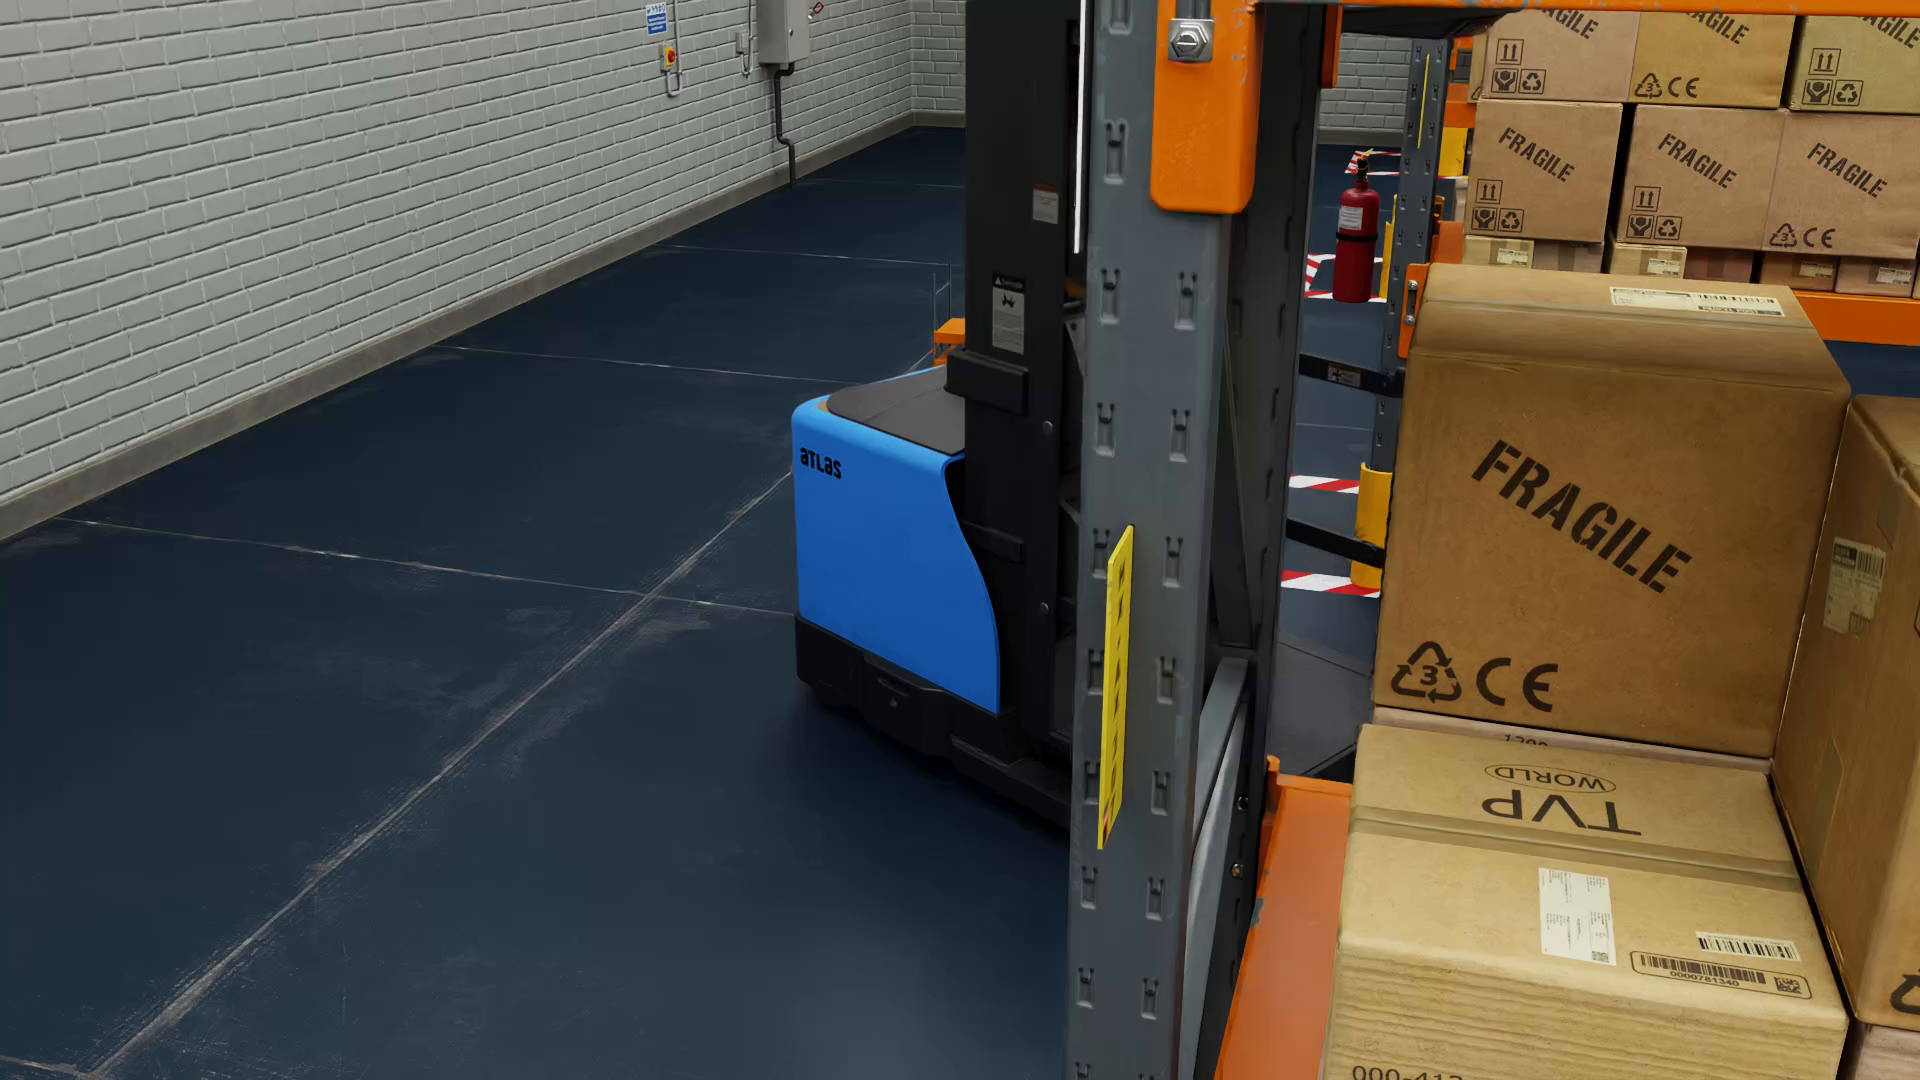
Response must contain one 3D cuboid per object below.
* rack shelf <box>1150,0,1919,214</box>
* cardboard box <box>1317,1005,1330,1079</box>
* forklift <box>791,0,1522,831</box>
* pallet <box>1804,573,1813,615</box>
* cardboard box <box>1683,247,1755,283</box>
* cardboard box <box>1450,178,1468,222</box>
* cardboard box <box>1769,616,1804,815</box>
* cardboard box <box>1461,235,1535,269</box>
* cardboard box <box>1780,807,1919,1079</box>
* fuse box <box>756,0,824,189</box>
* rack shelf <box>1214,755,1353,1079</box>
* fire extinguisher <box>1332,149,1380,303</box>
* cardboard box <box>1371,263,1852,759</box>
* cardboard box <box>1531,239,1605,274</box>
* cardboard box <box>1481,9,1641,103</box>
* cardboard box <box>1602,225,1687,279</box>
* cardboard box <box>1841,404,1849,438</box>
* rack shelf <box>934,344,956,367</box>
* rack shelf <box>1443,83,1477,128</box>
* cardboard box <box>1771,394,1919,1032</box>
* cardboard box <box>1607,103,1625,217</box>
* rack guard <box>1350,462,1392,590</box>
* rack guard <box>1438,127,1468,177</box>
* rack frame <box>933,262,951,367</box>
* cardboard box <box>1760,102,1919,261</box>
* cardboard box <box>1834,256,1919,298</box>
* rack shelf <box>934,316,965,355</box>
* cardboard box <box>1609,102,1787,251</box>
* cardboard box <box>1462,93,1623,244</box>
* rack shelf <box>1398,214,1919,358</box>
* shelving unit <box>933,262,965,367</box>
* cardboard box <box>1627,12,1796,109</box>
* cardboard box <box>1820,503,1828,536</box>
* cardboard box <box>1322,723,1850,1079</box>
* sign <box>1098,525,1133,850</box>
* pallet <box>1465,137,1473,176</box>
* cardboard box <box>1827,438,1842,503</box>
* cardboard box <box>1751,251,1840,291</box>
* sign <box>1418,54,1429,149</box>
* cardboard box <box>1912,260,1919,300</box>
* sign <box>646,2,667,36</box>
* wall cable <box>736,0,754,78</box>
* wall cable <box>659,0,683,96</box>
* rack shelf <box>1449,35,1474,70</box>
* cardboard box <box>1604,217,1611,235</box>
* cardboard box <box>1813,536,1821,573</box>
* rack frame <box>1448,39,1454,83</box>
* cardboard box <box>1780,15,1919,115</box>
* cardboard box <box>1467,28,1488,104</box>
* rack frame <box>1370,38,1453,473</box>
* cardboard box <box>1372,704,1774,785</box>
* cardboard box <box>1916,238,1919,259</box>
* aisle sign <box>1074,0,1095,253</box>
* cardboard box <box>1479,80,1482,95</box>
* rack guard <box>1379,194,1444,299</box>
[{"bbox_3d":[2.240,-0.447,1.402,4.000,0.370,1.077,7,23,16],"label":"rack shelf"},{"bbox_3d":[0.569,0.664,2.029,0.250,0.149,0.380,7,23,16],"label":"cardboard box"},{"bbox_3d":[0.795,-0.537,4.717,1.130,2.935,3.031,-20,29,-39],"label":"forklift"},{"bbox_3d":[3.859,0.133,6.668,1.213,0.211,1.003,7,23,16],"label":"pallet"},{"bbox_3d":[2.855,-1.091,6.307,0.250,0.149,0.380,8,24,18],"label":"cardboard box"},{"bbox_3d":[3.848,-2.184,11.465,0.875,0.438,0.875,6,23,14],"label":"cardboard box"},{"bbox_3d":[1.351,0.333,2.310,0.500,0.250,0.500,6,23,15],"label":"cardboard box"},{"bbox_3d":[2.070,-1.131,6.406,0.250,0.149,0.380,6,23,15],"label":"cardboard box"},{"bbox_3d":[1.206,0.526,1.840,0.500,0.250,0.500,6,23,15],"label":"cardboard box"},{"bbox_3d":[-1.471,-3.972,14.699,0.414,1.711,0.539,7,23,16],"label":"fuse box"},{"bbox_3d":[2.240,0.941,1.971,4.000,0.370,1.077,7,23,16],"label":"rack shelf"},{"bbox_3d":[1.746,-1.389,7.297,0.183,0.674,0.296,7,23,16],"label":"fire extinguisher"},{"bbox_3d":[0.867,-0.068,2.301,0.500,0.500,0.500,7,23,16],"label":"cardboard box"},{"bbox_3d":[2.325,-1.118,6.374,0.250,0.149,0.380,7,23,17],"label":"cardboard box"},{"bbox_3d":[2.207,-1.903,6.115,0.500,0.500,0.500,6,23,15],"label":"cardboard box"},{"bbox_3d":[2.567,-1.069,6.255,0.250,0.149,0.380,6,23,14],"label":"cardboard box"},{"bbox_3d":[3.666,-0.426,6.775,0.250,0.149,0.380,6,23,14],"label":"cardboard box"},{"bbox_3d":[0.014,-0.734,6.964,0.180,0.103,0.258,7,23,16],"label":"rack shelf"},{"bbox_3d":[5.102,-2.659,10.749,4.000,0.370,1.077,7,23,16],"label":"rack shelf"},{"bbox_3d":[1.185,0.180,1.697,0.500,0.500,0.500,6,23,14],"label":"cardboard box"},{"bbox_3d":[2.850,-1.572,6.625,0.500,0.500,0.500,6,23,15],"label":"cardboard box"},{"bbox_3d":[1.927,-0.237,7.189,0.348,0.500,1.175,7,23,16],"label":"rack guard"},{"bbox_3d":[4.690,-3.850,15.998,0.348,0.500,1.175,7,23,16],"label":"rack guard"},{"bbox_3d":[-0.074,-0.564,7.063,0.006,1.200,0.240,7,23,16],"label":"rack frame"},{"bbox_3d":[3.189,-1.328,6.032,0.500,0.500,0.500,7,23,16],"label":"cardboard box"},{"bbox_3d":[3.336,-1.015,6.122,0.250,0.149,0.380,6,23,14],"label":"cardboard box"},{"bbox_3d":[0.014,-0.845,6.919,0.180,0.103,0.258,7,23,16],"label":"rack shelf"},{"bbox_3d":[2.724,-1.387,6.174,0.500,0.500,0.500,7,23,16],"label":"cardboard box"},{"bbox_3d":[2.204,-1.436,6.295,0.500,0.500,0.500,8,24,18],"label":"cardboard box"},{"bbox_3d":[3.769,-0.850,6.337,4.000,0.370,1.077,7,23,16],"label":"rack shelf"},{"bbox_3d":[0.014,-0.554,7.038,0.189,1.200,0.258,7,23,16],"label":"shelving unit"},{"bbox_3d":[2.692,-1.850,5.986,0.500,0.500,0.500,7,23,17],"label":"cardboard box"},{"bbox_3d":[3.283,-0.157,6.511,0.250,0.149,0.380,5,23,13],"label":"cardboard box"},{"bbox_3d":[0.706,0.472,1.973,0.500,0.250,0.500,6,23,14],"label":"cardboard box"},{"bbox_3d":[0.159,0.153,1.699,0.005,0.325,0.100,7,23,16],"label":"sign"},{"bbox_3d":[5.454,-3.630,15.841,1.213,0.211,1.003,7,23,16],"label":"pallet"},{"bbox_3d":[3.285,-0.280,6.419,0.250,0.149,0.380,7,23,18],"label":"cardboard box"},{"bbox_3d":[3.108,-1.052,6.213,0.250,0.149,0.380,6,23,15],"label":"cardboard box"},{"bbox_3d":[1.698,-1.605,6.090,0.005,0.325,0.100,7,23,16],"label":"sign"},{"bbox_3d":[3.578,-0.979,6.034,0.250,0.149,0.380,7,23,17],"label":"cardboard box"},{"bbox_3d":[-2.290,-3.935,12.555,0.001,0.218,0.327,7,23,16],"label":"sign"},{"bbox_3d":[-1.819,-4.808,13.699,0.122,1.984,0.588,7,23,16],"label":"wall cable"},{"bbox_3d":[-2.218,-4.306,12.434,0.123,1.953,0.585,7,23,16],"label":"wall cable"},{"bbox_3d":[6.532,-4.463,15.146,4.000,0.370,1.077,7,23,16],"label":"rack shelf"},{"bbox_3d":[2.720,-1.290,6.793,0.250,0.149,0.380,6,23,15],"label":"cardboard box"},{"bbox_3d":[3.262,-0.019,6.566,0.250,0.149,0.380,7,23,16],"label":"cardboard box"},{"bbox_3d":[4.618,-5.015,15.544,0.127,3.000,1.000,7,23,16],"label":"rack frame"},{"bbox_3d":[3.184,-1.785,5.827,0.500,0.500,0.500,6,23,14],"label":"cardboard box"},{"bbox_3d":[3.564,-3.101,10.745,0.500,0.500,0.500,6,23,15],"label":"cardboard box"},{"bbox_3d":[1.854,-1.402,6.735,0.127,3.000,1.000,7,23,16],"label":"rack frame"},{"bbox_3d":[0.865,0.278,2.446,0.500,0.250,0.500,6,23,15],"label":"cardboard box"},{"bbox_3d":[3.679,-1.275,5.902,0.500,0.500,0.500,6,23,14],"label":"cardboard box"},{"bbox_3d":[0.169,-0.712,1.629,0.004,0.787,0.394,7,23,16],"label":"aisle sign"},{"bbox_3d":[2.359,-1.630,6.767,0.500,0.500,0.500,7,23,17],"label":"cardboard box"},{"bbox_3d":[3.164,-2.058,11.627,0.348,0.500,1.175,7,23,16],"label":"rack guard"}]
